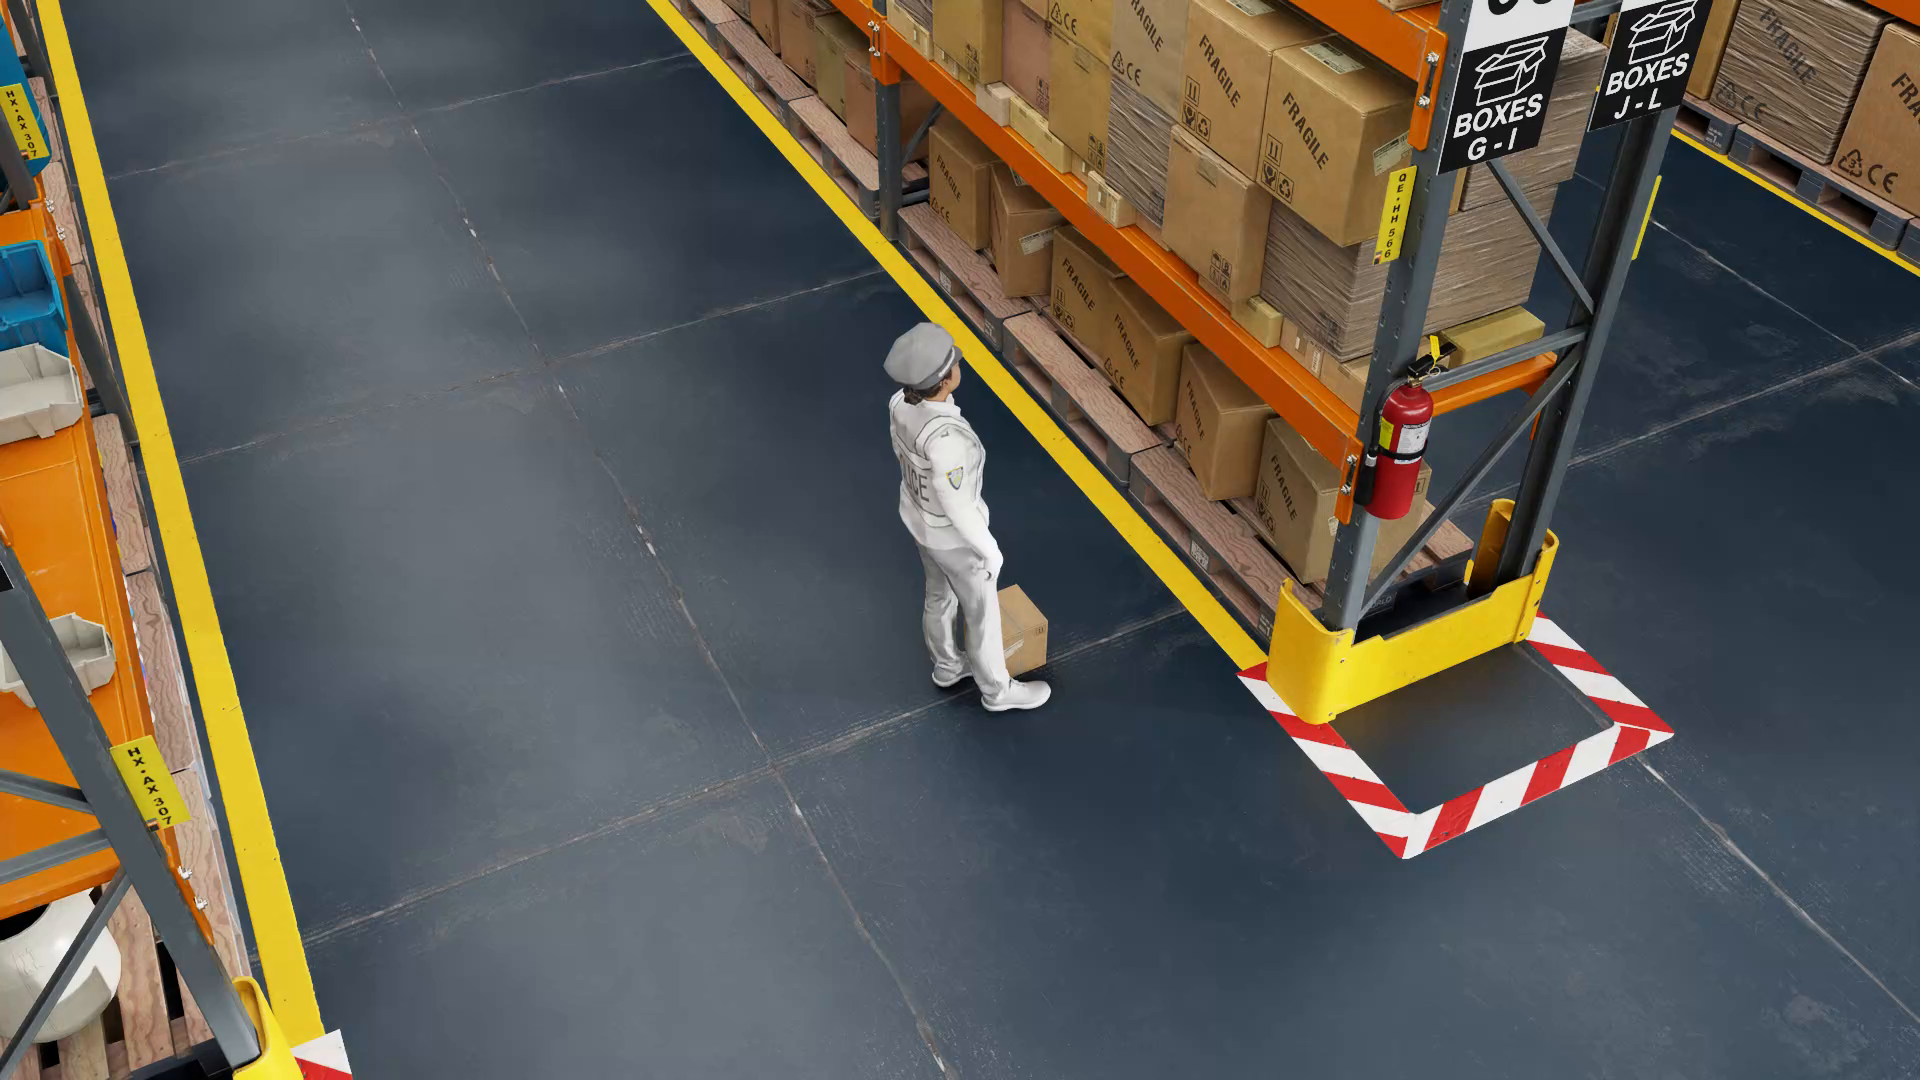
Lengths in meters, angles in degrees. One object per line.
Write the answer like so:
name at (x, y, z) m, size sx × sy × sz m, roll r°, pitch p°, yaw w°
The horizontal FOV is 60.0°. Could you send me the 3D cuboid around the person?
person at (0.015, -0.082, 6.213) m, size 0.532 × 1.694 × 0.586 m, roll -19°, pitch 45°, yaw -20°
